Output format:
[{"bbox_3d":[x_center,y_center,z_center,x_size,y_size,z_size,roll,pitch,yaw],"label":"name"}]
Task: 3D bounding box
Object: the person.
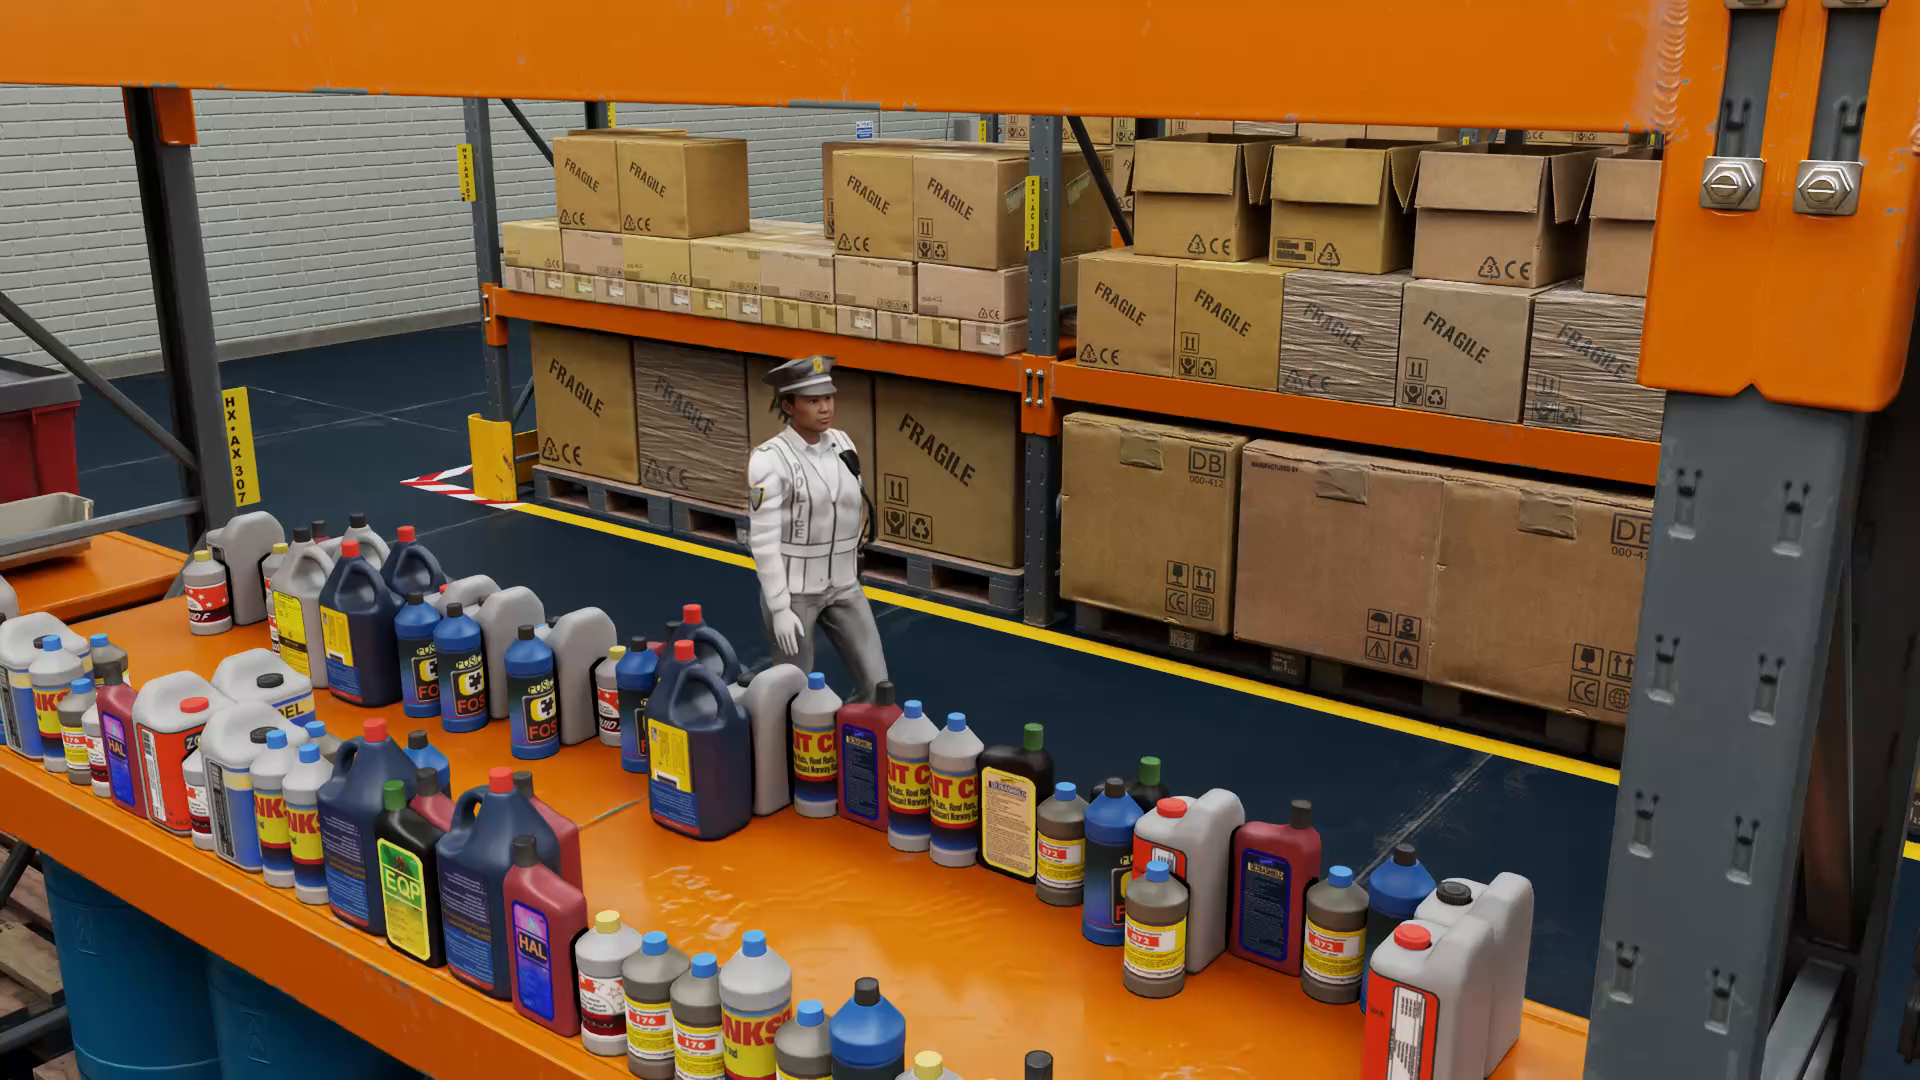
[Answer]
[{"bbox_3d":[-0.499,0.209,5.802,0.518,1.740,0.484,-13,21,-36],"label":"person"}]
